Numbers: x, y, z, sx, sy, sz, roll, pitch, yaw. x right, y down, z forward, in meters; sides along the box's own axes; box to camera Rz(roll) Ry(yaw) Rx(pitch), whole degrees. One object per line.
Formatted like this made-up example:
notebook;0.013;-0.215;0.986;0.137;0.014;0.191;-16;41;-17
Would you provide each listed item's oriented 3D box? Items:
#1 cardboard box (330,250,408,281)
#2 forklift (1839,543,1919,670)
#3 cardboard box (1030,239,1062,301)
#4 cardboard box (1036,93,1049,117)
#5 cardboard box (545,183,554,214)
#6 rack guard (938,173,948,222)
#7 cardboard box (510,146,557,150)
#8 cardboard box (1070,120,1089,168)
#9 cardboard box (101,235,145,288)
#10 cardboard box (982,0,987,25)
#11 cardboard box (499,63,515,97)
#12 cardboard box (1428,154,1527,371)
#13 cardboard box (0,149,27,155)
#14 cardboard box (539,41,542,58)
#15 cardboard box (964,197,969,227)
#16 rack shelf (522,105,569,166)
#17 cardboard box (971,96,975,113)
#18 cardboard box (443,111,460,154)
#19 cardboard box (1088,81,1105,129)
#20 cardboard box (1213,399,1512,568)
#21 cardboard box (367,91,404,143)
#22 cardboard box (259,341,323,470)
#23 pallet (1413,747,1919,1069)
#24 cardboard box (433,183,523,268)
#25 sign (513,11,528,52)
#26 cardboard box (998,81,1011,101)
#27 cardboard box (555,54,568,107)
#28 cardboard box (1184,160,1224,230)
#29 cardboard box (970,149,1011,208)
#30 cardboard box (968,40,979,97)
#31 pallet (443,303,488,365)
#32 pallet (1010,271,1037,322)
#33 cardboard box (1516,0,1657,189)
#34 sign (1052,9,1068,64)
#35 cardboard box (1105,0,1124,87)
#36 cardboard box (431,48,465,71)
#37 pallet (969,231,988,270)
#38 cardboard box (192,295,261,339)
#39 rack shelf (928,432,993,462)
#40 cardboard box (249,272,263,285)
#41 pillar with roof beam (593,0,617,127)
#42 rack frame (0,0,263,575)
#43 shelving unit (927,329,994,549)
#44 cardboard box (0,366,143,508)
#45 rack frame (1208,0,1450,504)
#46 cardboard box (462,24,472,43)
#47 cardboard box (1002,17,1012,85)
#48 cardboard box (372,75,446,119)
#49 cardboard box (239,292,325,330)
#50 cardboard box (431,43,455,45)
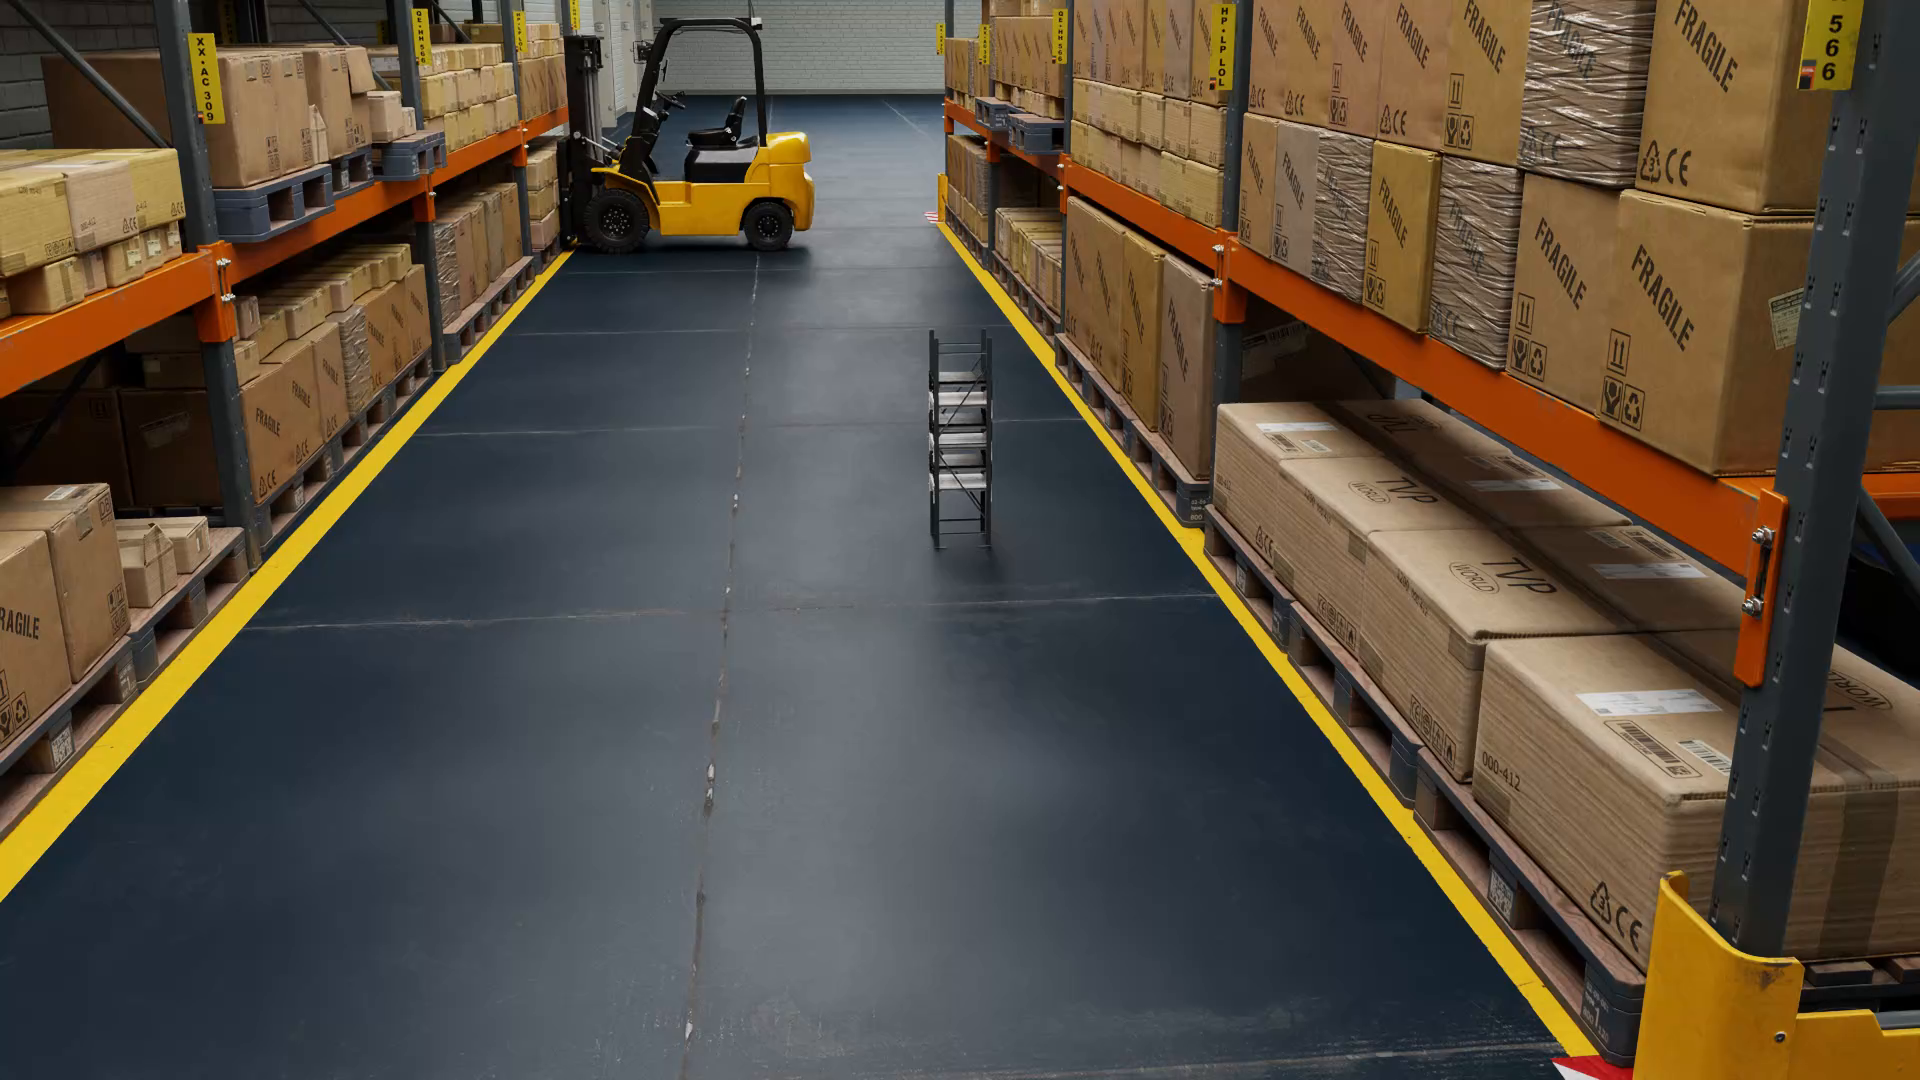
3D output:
cardboard box;-3.411;-1.582;9.597;0.380;0.149;0.250;-3;18;-9
forklift;3.836;-1.308;6.451;1.130;2.935;3.031;1;17;4
cardboard box;1.032;-1.974;12.142;0.950;0.372;0.625;-2;18;-7
cardboard box;0.726;-2.961;11.319;0.380;0.149;0.250;-2;18;-6
cardboard box;-3.982;-3.107;15.120;0.500;0.250;0.500;-2;18;-6
rack guard;0.347;-3.807;18.469;1.175;0.500;0.348;-2;18;-6
cardboard box;-4.075;-3.653;16.024;0.500;0.250;0.500;-2;18;-7
cardboard box;0.964;-2.414;10.108;0.500;0.250;0.500;-2;18;-7
cardboard box;-2.977;-0.932;5.557;0.380;0.149;0.250;-1;17;-4
cardboard box;0.609;-5.543;17.494;0.700;0.500;0.500;-2;18;-7
cardboard box;-3.880;-3.705;13.385;0.500;0.250;0.500;-2;18;-7
cardboard box;1.577;-0.741;4.364;0.500;0.500;0.500;-1;17;-4
cardboard box;-3.578;-1.207;5.768;0.500;0.250;0.500;-2;18;-6
cardboard box;-4.060;-4.519;15.312;0.380;0.149;0.250;-2;18;-7
cardboard box;0.310;-3.197;16.241;0.500;0.250;0.500;-2;17;-5
rack shelf;-4.392;-3.929;15.884;1.077;0.370;4.000;-2;18;-6
cardboard box;0.307;-4.100;15.647;0.380;0.149;0.250;-2;18;-6
cardboard box;-3.622;-2.702;11.028;0.500;0.250;0.500;-2;18;-7
cardboard box;1.023;-2.493;9.526;0.500;0.250;0.500;-1;17;-4
cardboard box;1.535;-0.235;6.493;0.875;0.438;0.875;-2;18;-6
cardboard box;-3.342;-2.309;9.073;0.500;0.250;0.500;-3;18;-8
cardboard box;-3.251;-0.610;7.583;0.500;0.500;0.500;-2;18;-6
pallet;1.829;0.839;4.151;1.003;0.211;1.213;-2;18;-6
cardboard box;-4.120;-2.588;13.677;0.875;0.625;0.625;-1;17;-3
sign;-3.647;-4.210;13.779;0.100;0.325;0.005;-2;18;-6
cardboard box;0.511;-3.662;13.552;0.380;0.149;0.250;-1;17;-5
cardboard box;-4.242;-4.622;16.725;0.500;0.500;0.500;-1;17;-4
cardboard box;1.280;-1.501;7.202;0.500;0.250;0.500;-2;18;-7
cardboard box;0.369;-3.396;15.625;0.500;0.500;0.500;-1;17;-5
cardboard box;0.340;-4.452;15.688;0.500;0.500;0.500;-1;17;-4
pallet;-3.819;-1.400;11.285;1.003;0.211;1.213;-2;18;-6
pallet;0.962;-1.904;12.889;1.003;0.211;1.213;-2;18;-6
cardboard box;1.620;-1.071;3.745;0.500;0.500;0.500;-2;18;-5
sign;0.625;-3.134;10.350;0.100;0.325;0.005;-2;18;-6
cardboard box;1.070;-2.707;8.955;0.500;0.500;0.500;-1;17;-4
cardboard box;-3.656;-3.330;11.526;0.380;0.149;0.250;-1;17;-4
pallet;0.647;-2.699;15.422;1.003;0.211;1.213;-2;18;-6
cardboard box;-3.207;-0.943;7.065;0.380;0.149;0.250;-3;18;-8
rack shelf;0.001;-0.395;7.045;0.258;0.077;0.200;-2;18;-6
cardboard box;-3.912;-1.325;8.778;0.380;0.149;0.250;-2;18;-7
pillar with roof beam;-2.997;-12.991;33.532;9.100;9.000;0.400;-2;18;-6
rack frame;-3.360;-1.293;6.286;1.000;3.000;0.127;-2;18;-6
shelving unit;0.001;-0.427;7.035;0.258;0.900;0.210;-2;18;-6
cardboard box;-3.705;-0.437;7.035;0.500;0.500;0.500;-2;18;-6
rack frame;1.577;-1.447;6.778;1.000;3.000;0.127;-2;18;-6
cardboard box;-4.057;-4.354;14.291;0.380;0.149;0.250;-2;17;-5
cardboard box;0.604;-3.775;12.829;0.500;0.500;0.500;-2;18;-6
cardboard box;-3.551;-2.792;10.478;0.500;0.250;0.500;-2;18;-6
cardboard box;-3.330;-1.112;8.100;0.380;0.149;0.250;-1;17;-4
cardboard box;-4.474;-4.121;14.046;0.380;0.149;0.250;-2;18;-6
